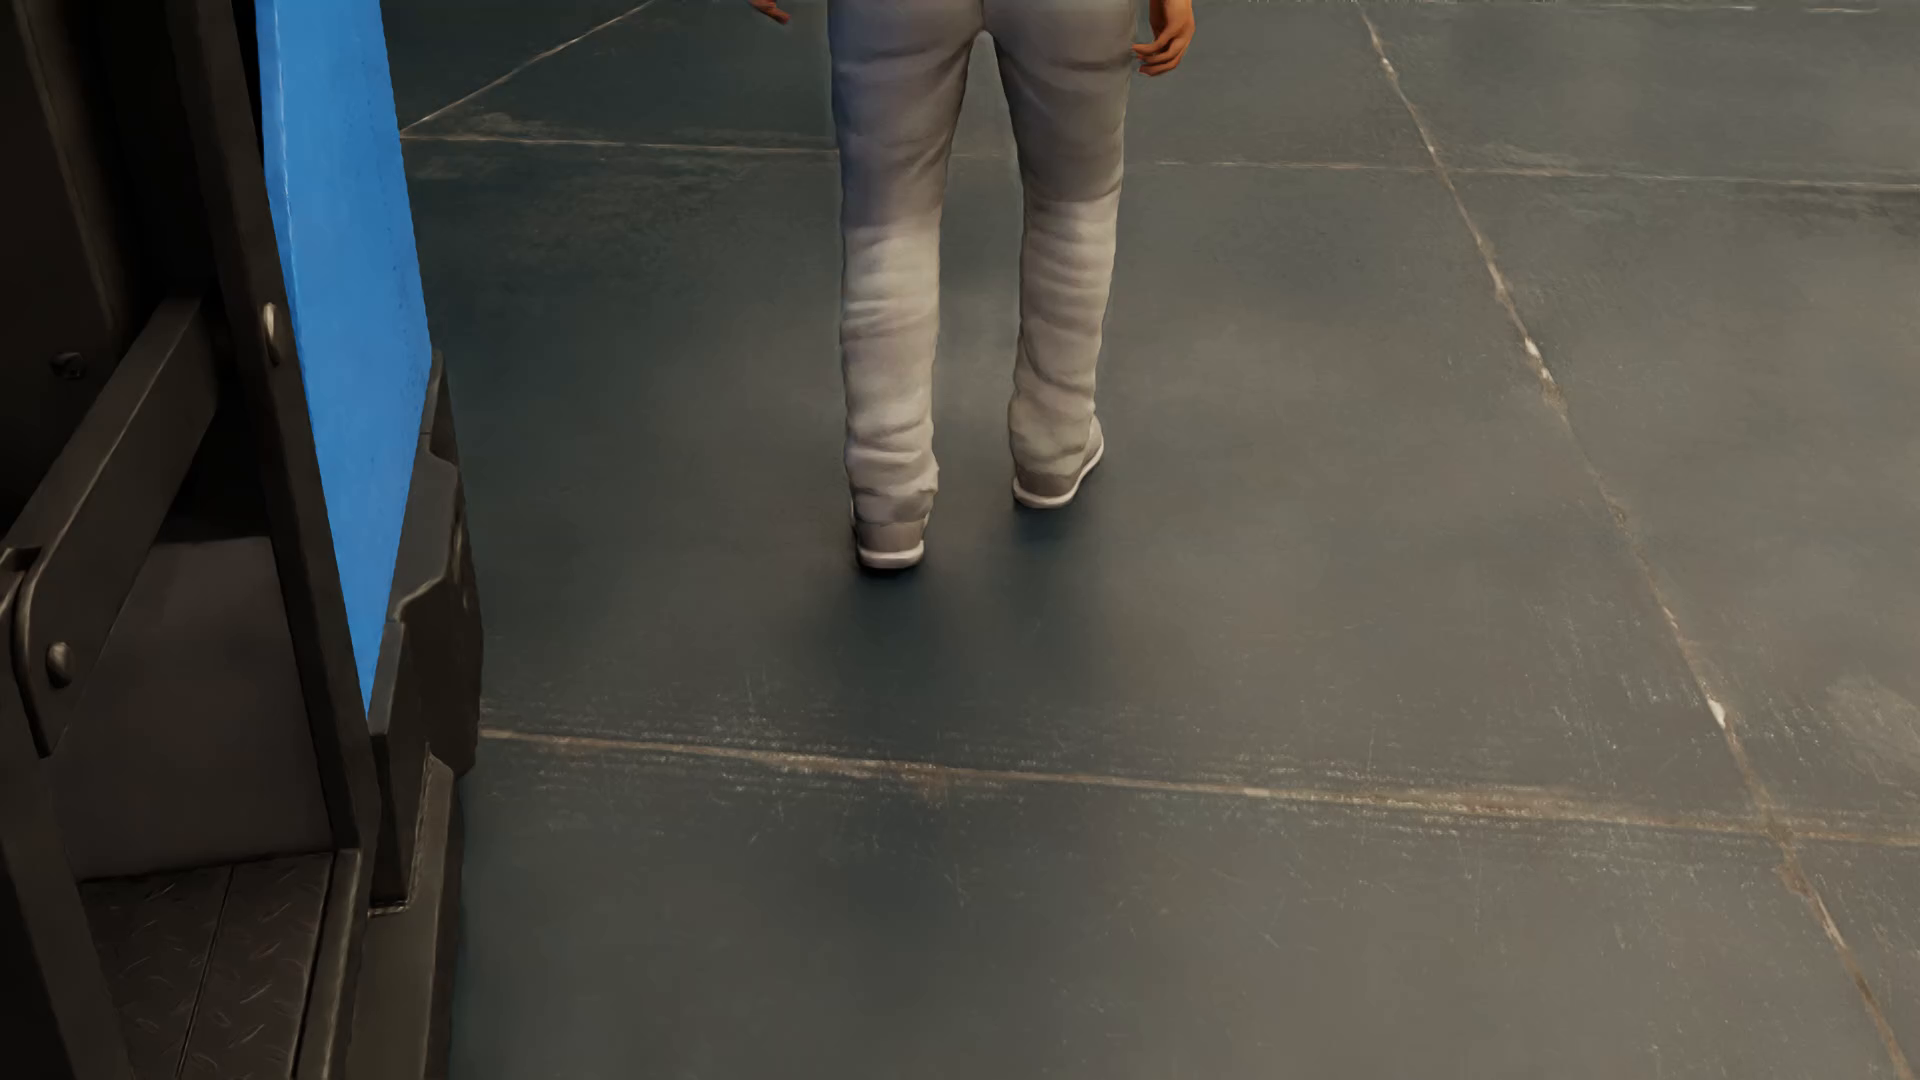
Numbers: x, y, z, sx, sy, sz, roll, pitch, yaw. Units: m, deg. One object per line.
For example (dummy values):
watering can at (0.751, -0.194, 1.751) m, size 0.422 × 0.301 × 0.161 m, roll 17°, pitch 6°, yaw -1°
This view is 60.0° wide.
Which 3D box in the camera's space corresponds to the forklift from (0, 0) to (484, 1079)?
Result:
forklift at (-0.928, -0.621, 0.461) m, size 1.130 × 2.935 × 3.031 m, roll -6°, pitch 27°, yaw -11°

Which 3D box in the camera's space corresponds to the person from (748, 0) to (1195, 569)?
person at (0.001, -0.789, 2.260) m, size 0.624 × 1.640 × 0.526 m, roll 0°, pitch 27°, yaw 1°
